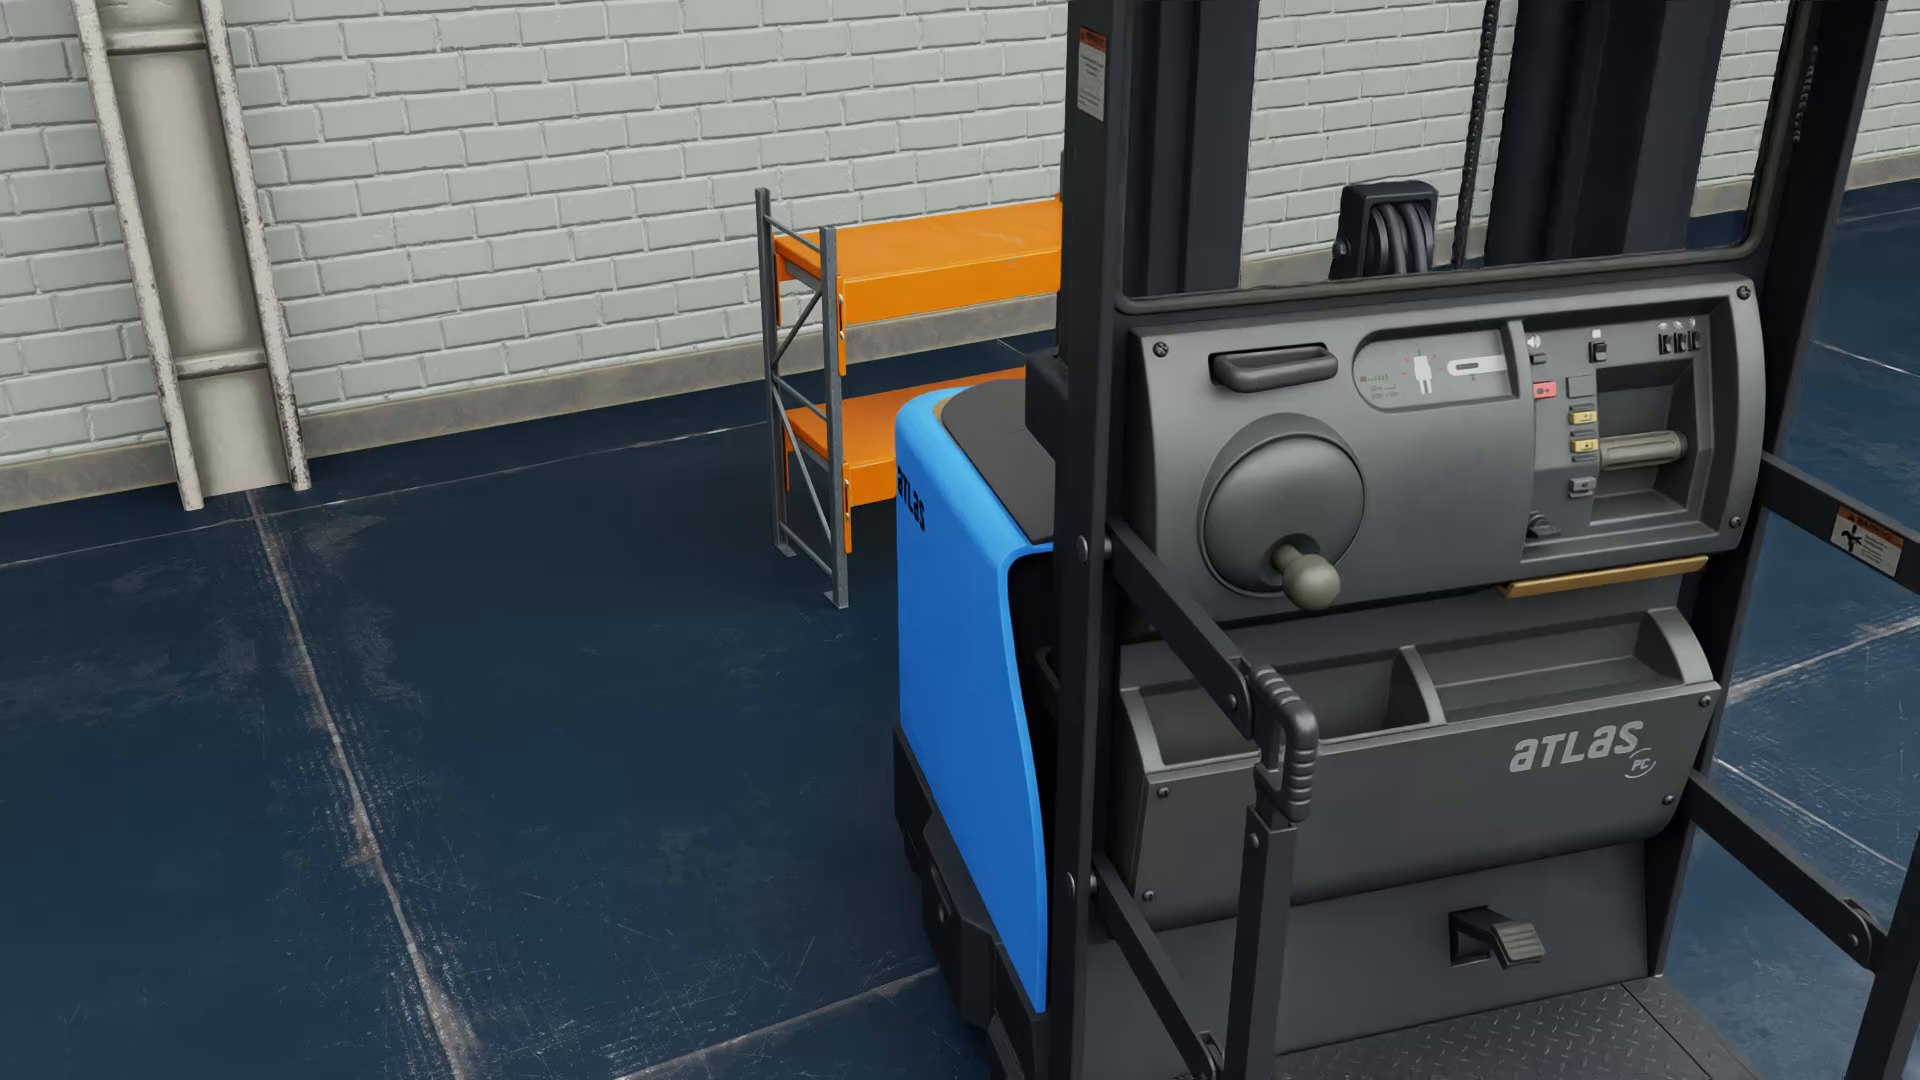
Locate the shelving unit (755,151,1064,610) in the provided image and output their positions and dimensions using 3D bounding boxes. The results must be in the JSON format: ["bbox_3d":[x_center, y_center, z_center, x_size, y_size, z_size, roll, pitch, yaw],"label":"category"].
[{"bbox_3d":[-0.006,-0.506,5.004,1.048,1.125,0.538,-13,29,-25],"label":"shelving unit"}]

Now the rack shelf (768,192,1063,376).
[{"bbox_3d":[-0.006,-0.770,4.877,1.000,0.278,0.538,-13,29,-25],"label":"rack shelf"}]

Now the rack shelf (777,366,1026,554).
[{"bbox_3d":[-0.006,-0.285,5.109,1.000,0.278,0.538,-13,29,-25],"label":"rack shelf"}]

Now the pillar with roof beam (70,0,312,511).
[{"bbox_3d":[-0.410,-2.606,0.281,0.400,9.000,9.100,-13,29,-25],"label":"pillar with roof beam"}]

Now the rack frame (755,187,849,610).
[{"bbox_3d":[-0.455,-0.402,4.788,0.032,1.125,0.500,-13,29,-25],"label":"rack frame"}]

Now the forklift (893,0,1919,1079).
[{"bbox_3d":[0.747,-0.102,2.077,1.130,2.935,3.031,-7,27,-14],"label":"forklift"}]

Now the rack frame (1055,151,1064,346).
[{"bbox_3d":[0.443,-0.609,5.219,0.032,1.125,0.500,-13,29,-25],"label":"rack frame"}]
